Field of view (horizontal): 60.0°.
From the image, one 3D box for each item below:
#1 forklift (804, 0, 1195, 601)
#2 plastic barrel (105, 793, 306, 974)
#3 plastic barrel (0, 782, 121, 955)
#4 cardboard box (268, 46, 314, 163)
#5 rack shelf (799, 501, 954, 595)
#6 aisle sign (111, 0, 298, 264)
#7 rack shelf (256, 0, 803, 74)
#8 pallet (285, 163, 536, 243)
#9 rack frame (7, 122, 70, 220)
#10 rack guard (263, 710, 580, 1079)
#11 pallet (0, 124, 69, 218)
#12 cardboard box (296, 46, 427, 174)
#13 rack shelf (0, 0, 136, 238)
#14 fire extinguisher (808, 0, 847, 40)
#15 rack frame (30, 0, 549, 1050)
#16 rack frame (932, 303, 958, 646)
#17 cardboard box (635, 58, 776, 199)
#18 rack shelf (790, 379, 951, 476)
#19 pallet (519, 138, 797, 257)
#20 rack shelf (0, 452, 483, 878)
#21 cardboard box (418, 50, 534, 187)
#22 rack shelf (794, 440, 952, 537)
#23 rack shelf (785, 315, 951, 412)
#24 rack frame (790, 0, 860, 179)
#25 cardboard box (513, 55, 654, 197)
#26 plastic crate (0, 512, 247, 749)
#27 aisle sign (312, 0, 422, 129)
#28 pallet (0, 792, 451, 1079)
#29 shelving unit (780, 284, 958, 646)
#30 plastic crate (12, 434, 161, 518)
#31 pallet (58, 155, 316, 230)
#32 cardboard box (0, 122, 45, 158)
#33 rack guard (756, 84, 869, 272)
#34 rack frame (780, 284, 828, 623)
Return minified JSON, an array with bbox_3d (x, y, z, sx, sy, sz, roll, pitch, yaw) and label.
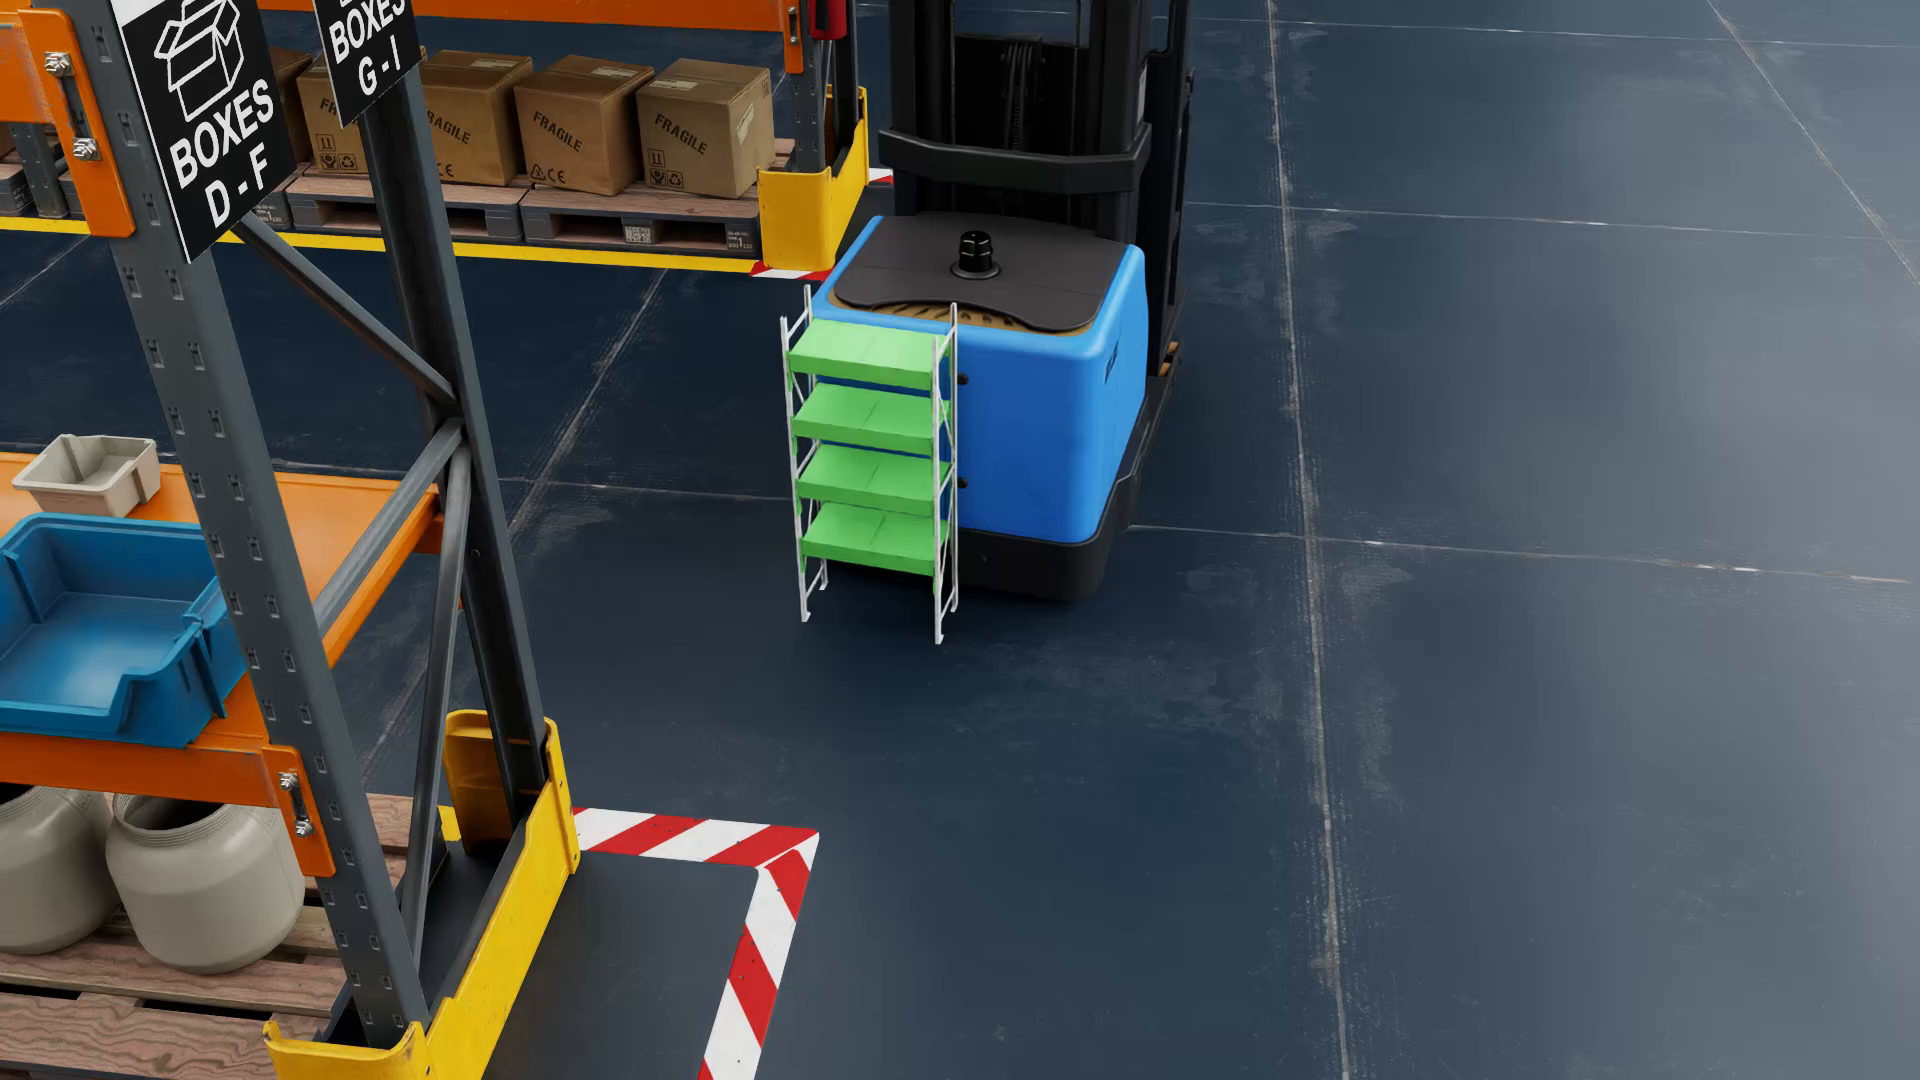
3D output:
[{"bbox_3d":[0.346,-1.834,6.296,1.130,2.935,3.031,9,36,12],"label":"forklift"},{"bbox_3d":[-1.944,0.828,4.288,0.421,0.512,0.421,0,36,0],"label":"plastic barrel"},{"bbox_3d":[-2.441,0.791,4.340,0.421,0.512,0.421,0,36,0],"label":"plastic barrel"},{"bbox_3d":[-3.657,-2.222,8.571,0.500,0.500,0.500,16,38,21],"label":"cardboard box"},{"bbox_3d":[-0.282,0.019,5.712,0.480,0.148,0.258,9,37,12],"label":"rack shelf"},{"bbox_3d":[-1.248,-0.891,2.678,0.004,0.787,0.394,4,36,6],"label":"aisle sign"},{"bbox_3d":[-2.634,-2.718,8.096,4.000,0.370,1.077,4,36,6],"label":"rack shelf"},{"bbox_3d":[-2.734,-1.906,8.739,1.213,0.211,1.003,4,36,6],"label":"pallet"},{"bbox_3d":[-4.618,-3.159,8.094,0.127,3.000,1.000,4,36,6],"label":"rack frame"},{"bbox_3d":[-1.363,1.030,4.377,0.348,0.500,1.175,4,36,6],"label":"rack guard"},{"bbox_3d":[-5.391,-2.081,8.984,1.213,0.211,1.003,4,36,6],"label":"pallet"},{"bbox_3d":[-3.032,-2.221,8.570,0.500,0.500,0.500,1,36,2],"label":"cardboard box"},{"bbox_3d":[-3.265,-1.085,3.226,4.000,0.370,1.077,4,36,6],"label":"rack shelf"},{"bbox_3d":[-0.596,-2.558,7.318,0.183,0.674,0.296,4,36,6],"label":"fire extinguisher"},{"bbox_3d":[-1.282,-0.009,3.681,0.127,3.000,1.000,4,36,6],"label":"rack frame"},{"bbox_3d":[-0.047,-0.190,5.482,0.015,1.200,0.240,9,37,12],"label":"rack frame"},{"bbox_3d":[-1.268,-2.072,8.362,0.500,0.500,0.500,11,37,15],"label":"cardboard box"},{"bbox_3d":[-0.283,-0.370,5.432,0.480,0.148,0.258,9,37,12],"label":"rack shelf"},{"bbox_3d":[-1.527,-1.814,8.610,1.213,0.211,1.003,4,36,6],"label":"pallet"},{"bbox_3d":[-3.265,0.136,4.097,4.000,0.370,1.077,4,36,6],"label":"rack shelf"},{"bbox_3d":[-2.484,-2.154,8.476,0.500,0.500,0.500,7,36,10],"label":"cardboard box"},{"bbox_3d":[-0.282,-0.175,5.572,0.480,0.148,0.258,9,37,12],"label":"rack shelf"},{"bbox_3d":[-0.283,-0.565,5.291,0.480,0.148,0.258,9,37,12],"label":"rack shelf"},{"bbox_3d":[-0.651,-2.863,7.680,0.127,3.000,1.000,4,36,6],"label":"rack frame"},{"bbox_3d":[-1.865,-2.097,8.396,0.500,0.500,0.500,14,38,18],"label":"cardboard box"},{"bbox_3d":[-1.816,0.187,3.534,0.616,0.251,0.499,4,36,6],"label":"plastic crate"},{"bbox_3d":[-1.173,-1.231,3.155,0.004,0.787,0.394,4,36,6],"label":"aisle sign"},{"bbox_3d":[-2.168,1.084,4.549,1.213,0.211,1.003,4,36,6],"label":"pallet"},{"bbox_3d":[-0.282,-0.227,5.534,0.503,1.200,0.258,9,37,12],"label":"shelving unit"},{"bbox_3d":[-2.128,-0.154,4.110,0.250,0.136,0.298,4,36,6],"label":"plastic crate"},{"bbox_3d":[-3.948,-1.995,8.863,1.213,0.211,1.003,4,36,6],"label":"pallet"},{"bbox_3d":[-5.224,-2.379,8.774,0.500,0.500,0.700,2,36,2],"label":"cardboard box"},{"bbox_3d":[-0.726,-1.851,8.414,0.348,0.500,1.175,4,36,6],"label":"rack guard"},{"bbox_3d":[-0.518,-0.264,5.587,0.015,1.200,0.240,9,37,12],"label":"rack frame"}]
